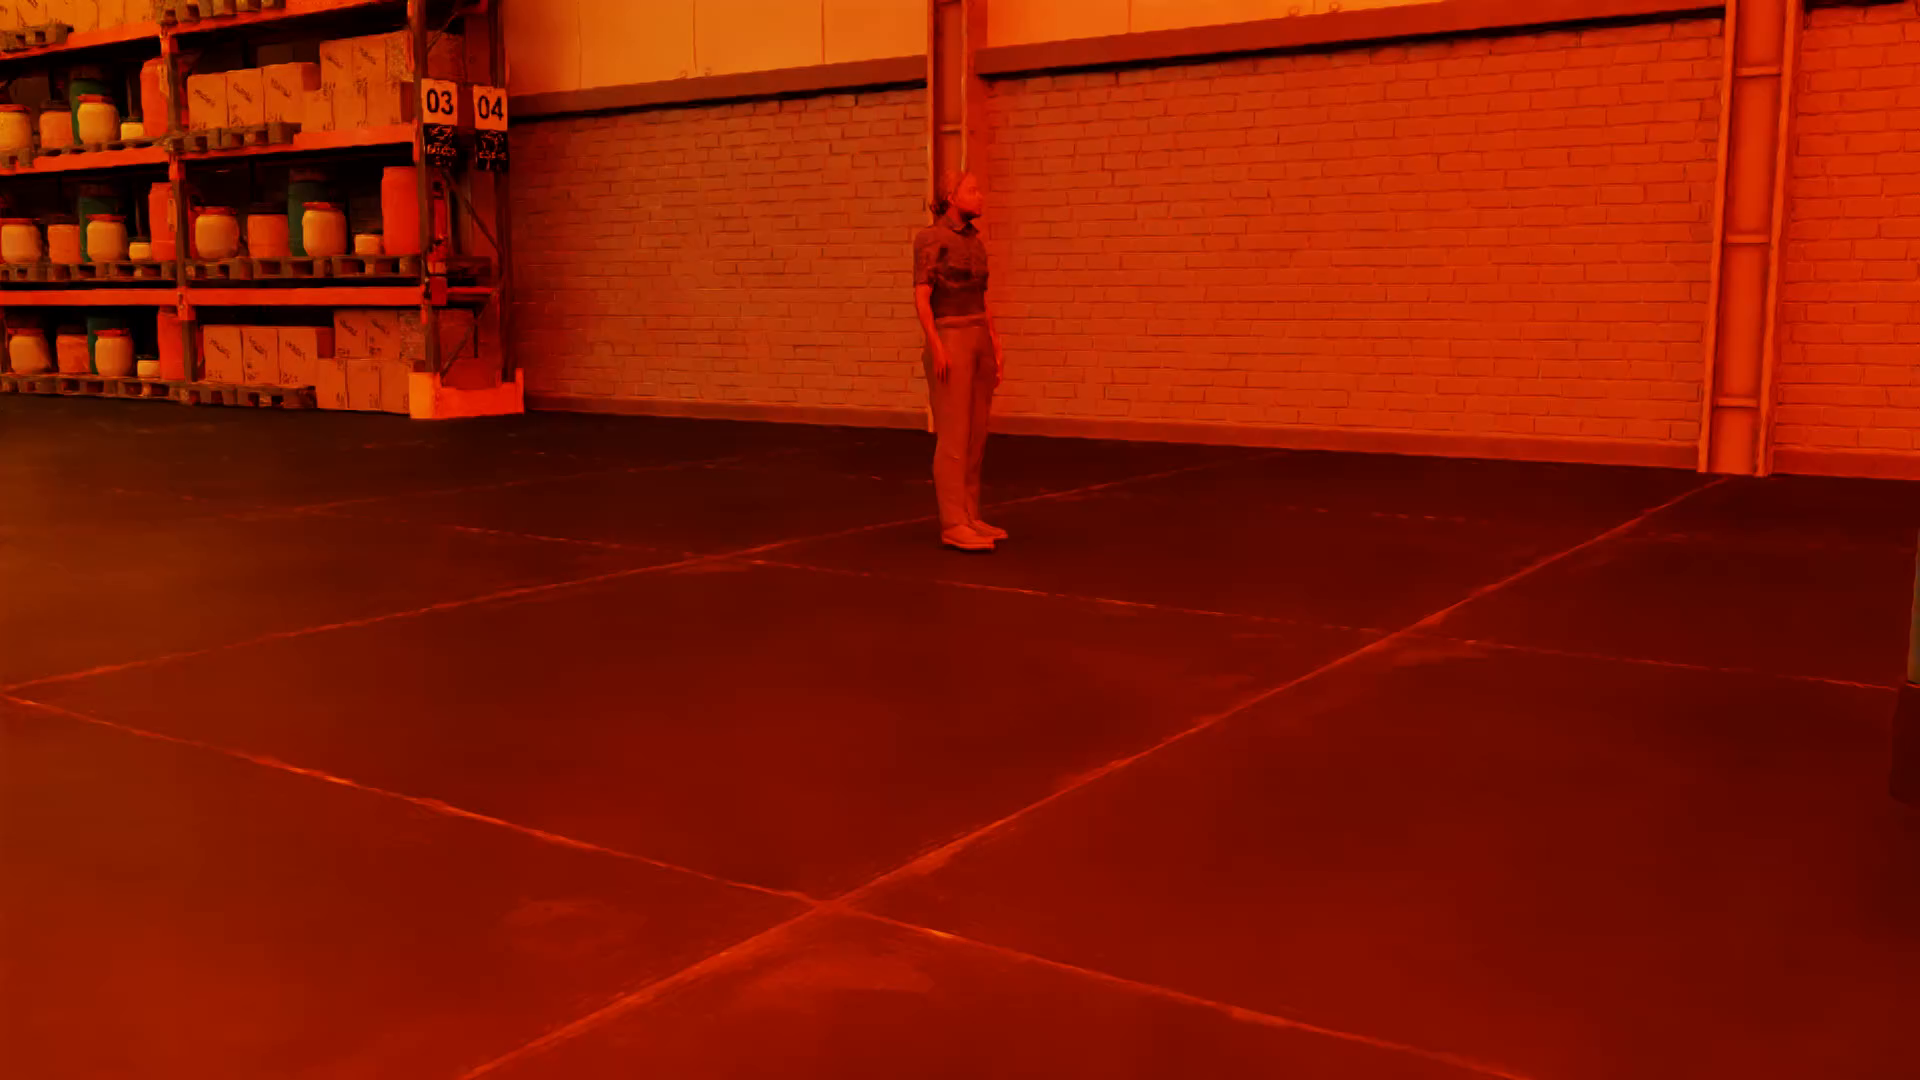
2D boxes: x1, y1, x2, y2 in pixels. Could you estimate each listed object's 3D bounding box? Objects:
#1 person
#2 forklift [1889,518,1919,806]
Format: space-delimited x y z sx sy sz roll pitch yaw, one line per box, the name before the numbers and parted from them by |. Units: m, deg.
person | 0.062 -0.817 7.422 0.503 1.654 0.570 5 10 34
forklift | 3.098 -0.714 2.211 1.130 2.935 3.031 -5 9 -31
